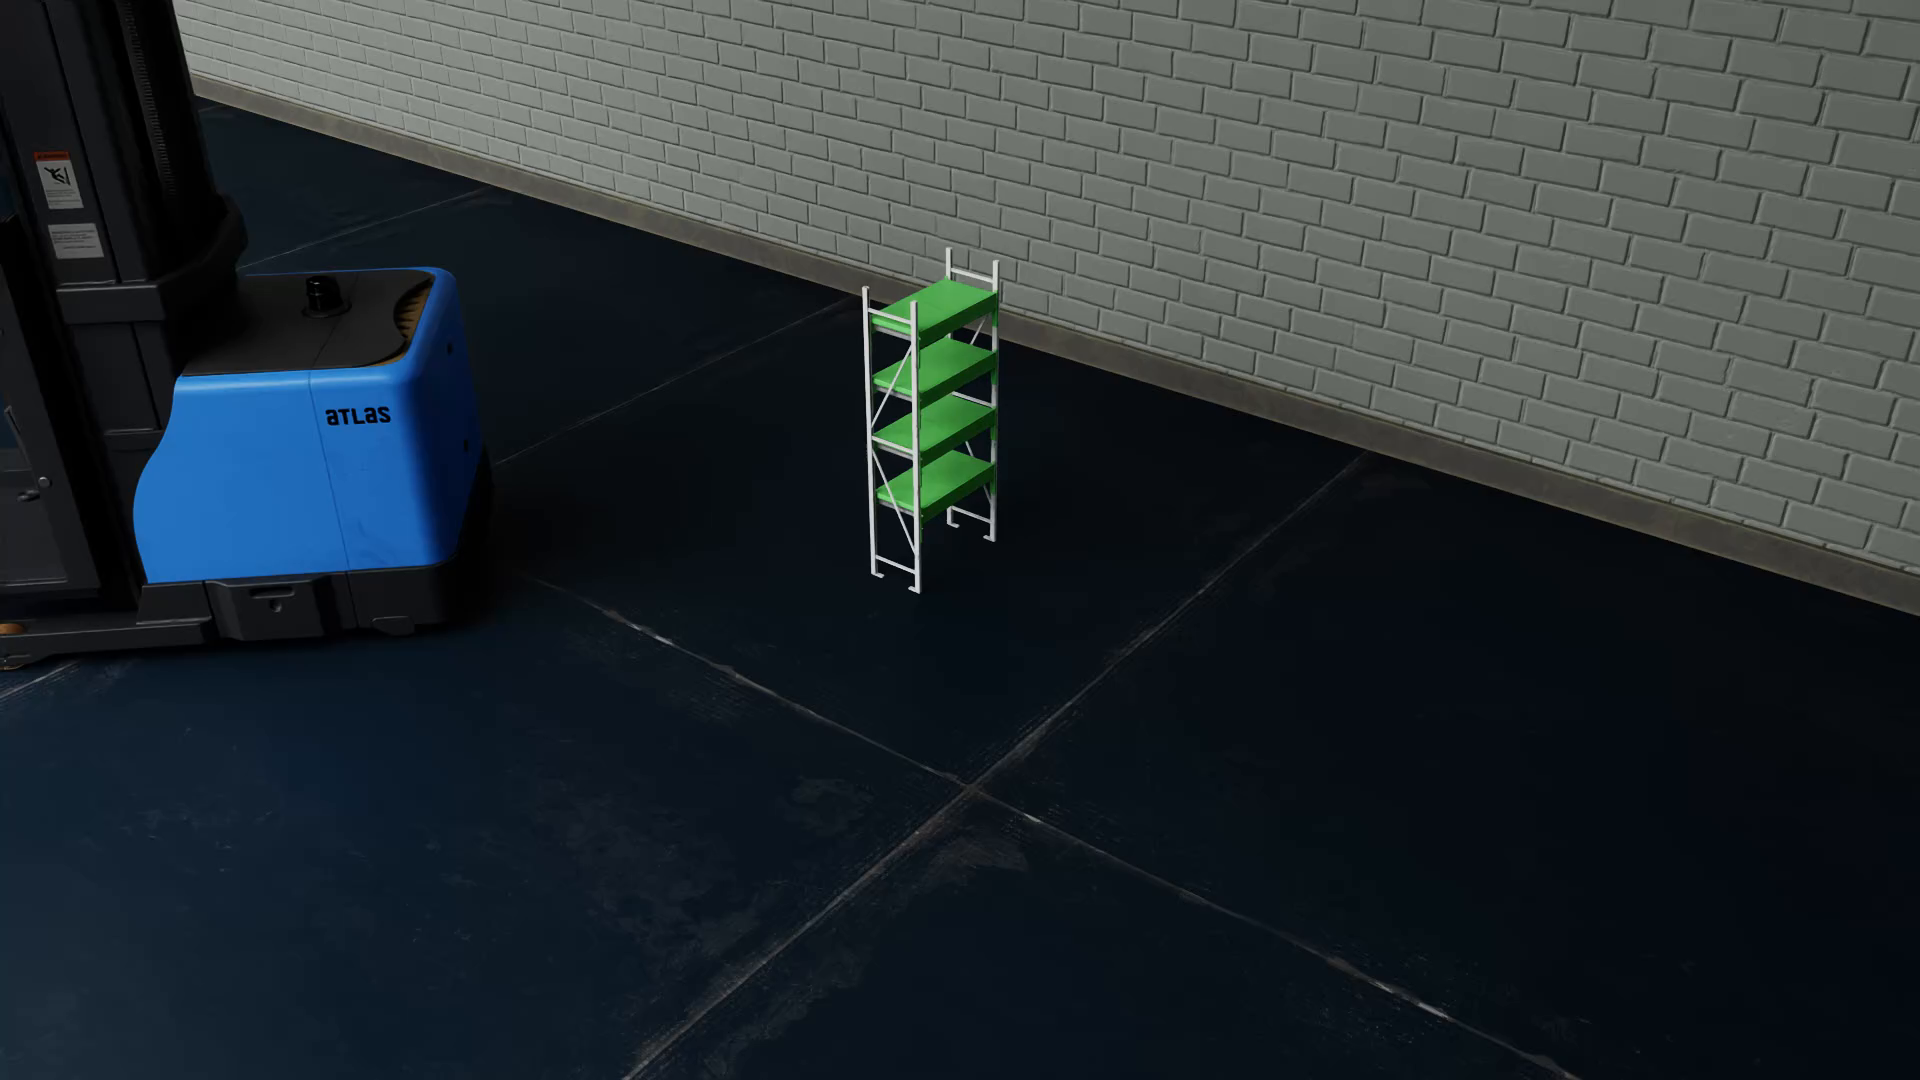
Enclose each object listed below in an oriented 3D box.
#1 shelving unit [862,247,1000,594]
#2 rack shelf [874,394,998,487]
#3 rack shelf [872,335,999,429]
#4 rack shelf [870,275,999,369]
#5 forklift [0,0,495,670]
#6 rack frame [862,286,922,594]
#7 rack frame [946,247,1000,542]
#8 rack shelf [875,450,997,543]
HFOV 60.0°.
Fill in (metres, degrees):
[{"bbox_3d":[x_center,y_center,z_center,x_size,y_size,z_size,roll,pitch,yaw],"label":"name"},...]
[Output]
[{"bbox_3d":[-0.100,-0.449,6.331,0.258,1.200,0.503,21,37,31],"label":"shelving unit"},{"bbox_3d":[-0.100,-0.394,6.363,0.258,0.148,0.480,21,37,31],"label":"rack shelf"},{"bbox_3d":[-0.100,-0.600,6.241,0.258,0.148,0.480,21,37,31],"label":"rack shelf"},{"bbox_3d":[-0.100,-0.807,6.118,0.258,0.148,0.480,21,37,31],"label":"rack shelf"},{"bbox_3d":[-3.385,-1.069,5.679,3.031,2.935,1.130,-4,31,-6],"label":"forklift"},{"bbox_3d":[-0.247,-0.350,6.163,0.240,1.200,0.015,21,37,31],"label":"rack frame"},{"bbox_3d":[0.047,-0.548,6.498,0.240,1.200,0.015,21,37,31],"label":"rack frame"},{"bbox_3d":[-0.100,-0.187,6.486,0.258,0.148,0.480,21,37,31],"label":"rack shelf"}]
